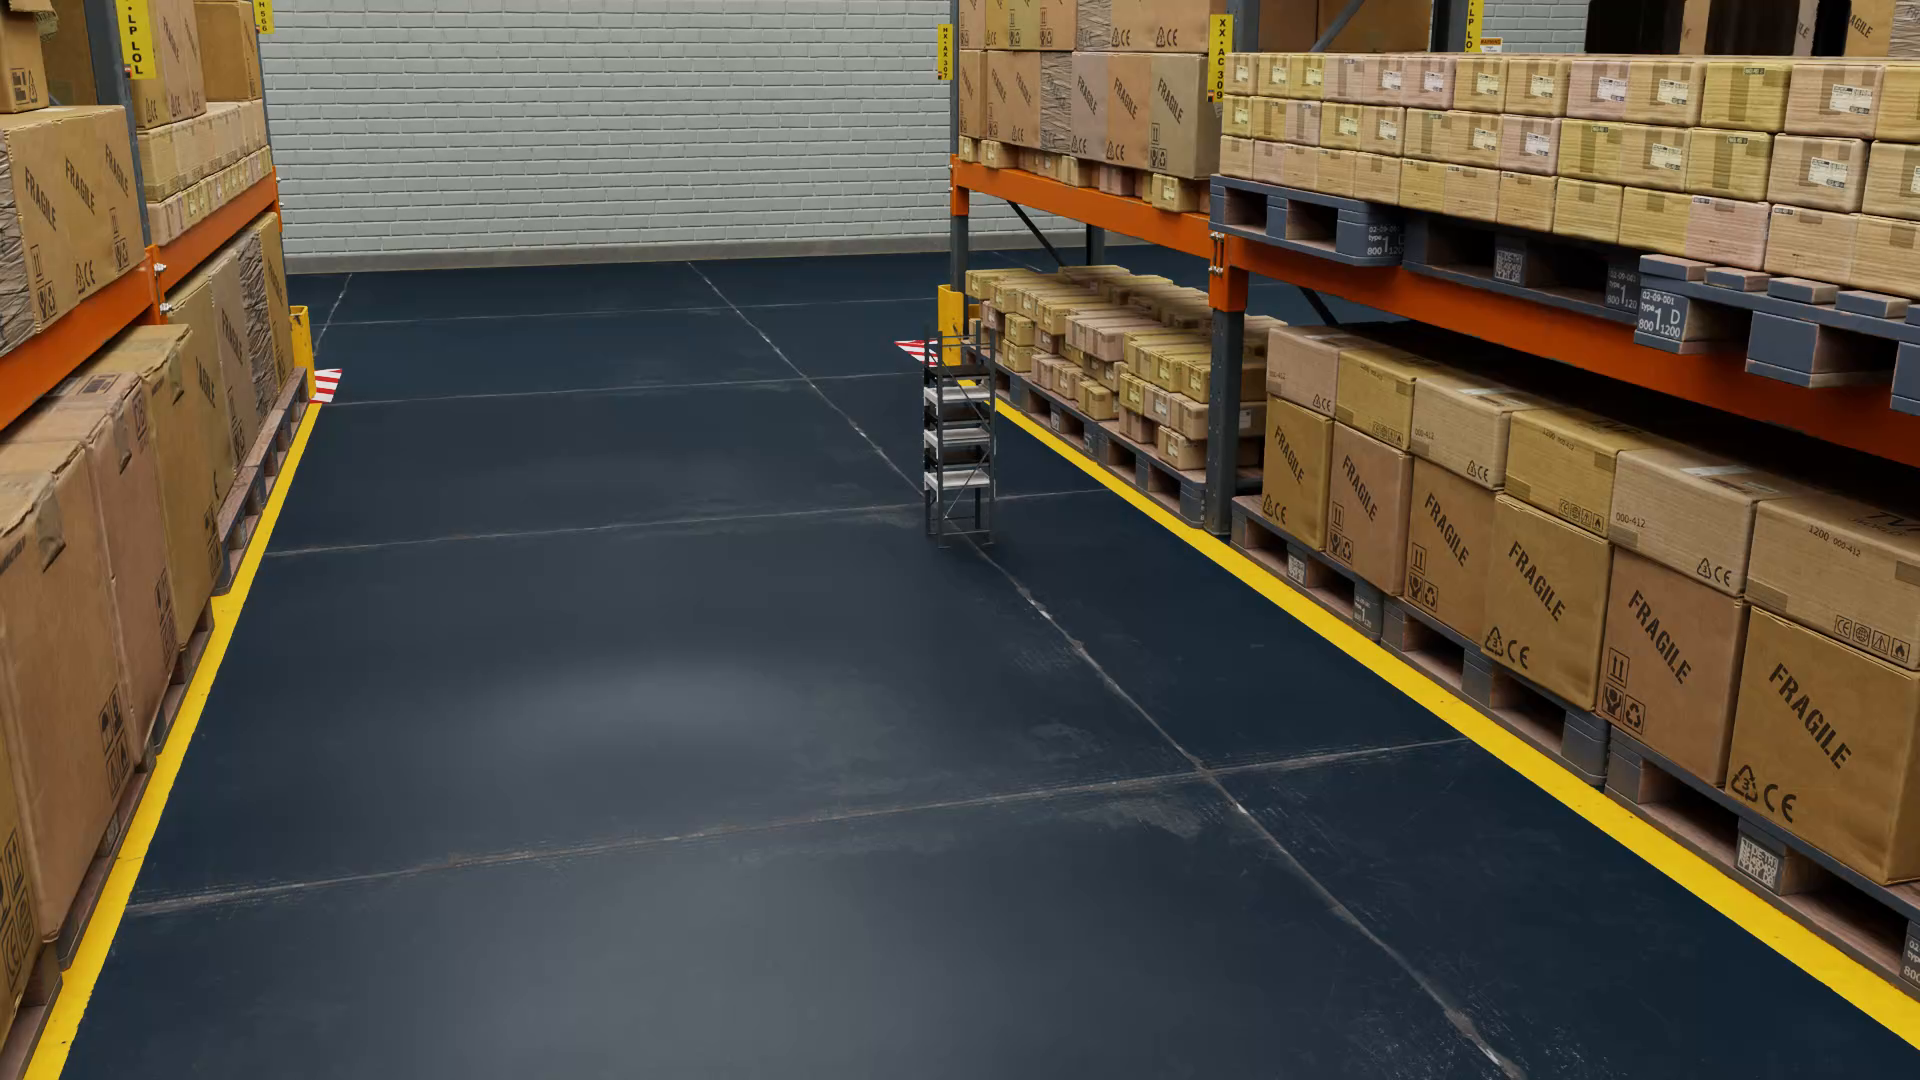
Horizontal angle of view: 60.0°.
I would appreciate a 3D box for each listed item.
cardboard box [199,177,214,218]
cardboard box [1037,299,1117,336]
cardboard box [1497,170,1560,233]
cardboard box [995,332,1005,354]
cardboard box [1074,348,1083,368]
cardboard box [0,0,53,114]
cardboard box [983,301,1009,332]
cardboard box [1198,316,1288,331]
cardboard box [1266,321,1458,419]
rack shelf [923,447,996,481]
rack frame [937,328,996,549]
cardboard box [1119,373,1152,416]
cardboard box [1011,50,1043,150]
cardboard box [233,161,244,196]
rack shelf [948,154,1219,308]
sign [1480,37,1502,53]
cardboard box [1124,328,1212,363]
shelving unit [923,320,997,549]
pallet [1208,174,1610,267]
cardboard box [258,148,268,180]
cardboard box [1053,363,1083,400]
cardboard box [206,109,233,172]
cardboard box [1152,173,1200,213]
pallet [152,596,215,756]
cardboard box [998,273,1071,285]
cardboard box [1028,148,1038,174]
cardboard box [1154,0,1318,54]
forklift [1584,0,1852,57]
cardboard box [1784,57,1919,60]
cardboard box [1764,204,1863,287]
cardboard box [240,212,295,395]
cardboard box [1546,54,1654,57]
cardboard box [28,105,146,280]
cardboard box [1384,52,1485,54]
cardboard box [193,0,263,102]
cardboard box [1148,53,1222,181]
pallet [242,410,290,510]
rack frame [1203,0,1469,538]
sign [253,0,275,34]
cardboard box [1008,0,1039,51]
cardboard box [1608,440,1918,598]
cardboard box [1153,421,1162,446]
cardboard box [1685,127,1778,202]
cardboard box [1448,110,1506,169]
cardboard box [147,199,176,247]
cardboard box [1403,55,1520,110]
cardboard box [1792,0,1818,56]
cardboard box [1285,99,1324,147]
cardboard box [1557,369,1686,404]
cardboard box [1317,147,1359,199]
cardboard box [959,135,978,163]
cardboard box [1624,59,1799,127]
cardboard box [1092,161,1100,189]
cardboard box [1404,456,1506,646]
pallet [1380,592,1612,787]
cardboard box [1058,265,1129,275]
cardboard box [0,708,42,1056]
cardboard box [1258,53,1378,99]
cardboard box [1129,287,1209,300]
[{"bbox_3d":[-3.314,-1.414,6.882,0.380,0.149,0.250,-5,17,-16],"label":"cardboard box"},{"bbox_3d":[0.632,-1.195,8.906,0.380,0.149,0.250,-4,17,-14],"label":"cardboard box"},{"bbox_3d":[1.708,-0.931,4.545,0.380,0.149,0.250,-4,17,-14],"label":"cardboard box"},{"bbox_3d":[0.421,-1.208,9.984,0.380,0.149,0.250,-5,17,-15],"label":"cardboard box"},{"bbox_3d":[0.814,-0.987,8.734,0.380,0.149,0.250,-4,17,-13],"label":"cardboard box"},{"bbox_3d":[-3.080,-1.490,4.780,0.797,0.503,0.637,-5,17,-17],"label":"cardboard box"},{"bbox_3d":[0.353,-1.341,9.910,0.380,0.149,0.250,-5,17,-16],"label":"cardboard box"},{"bbox_3d":[1.418,-1.028,8.352,0.380,0.149,0.250,-4,17,-14],"label":"cardboard box"},{"bbox_3d":[1.483,-0.639,6.178,0.500,0.250,0.500,-5,18,-18],"label":"cardboard box"},{"bbox_3d":[-0.002,-0.315,6.866,0.258,0.077,0.200,-5,17,-15],"label":"rack shelf"},{"bbox_3d":[0.026,-0.405,6.736,0.240,0.900,0.006,-5,17,-15],"label":"rack frame"},{"bbox_3d":[0.965,-0.688,7.738,0.380,0.149,0.250,-5,18,-17],"label":"cardboard box"},{"bbox_3d":[0.586,-2.370,8.937,0.500,0.500,0.500,-4,17,-15],"label":"cardboard box"},{"bbox_3d":[-3.594,-1.697,7.824,0.380,0.149,0.250,-5,17,-15],"label":"cardboard box"},{"bbox_3d":[0.984,-1.710,8.682,1.077,0.370,4.000,-5,17,-15],"label":"rack shelf"},{"bbox_3d":[5.544,-5.159,17.479,0.339,0.242,0.001,-5,17,-15],"label":"sign"},{"bbox_3d":[1.006,-0.914,7.972,0.380,0.149,0.250,-4,17,-13],"label":"cardboard box"},{"bbox_3d":[-0.002,-0.433,6.830,0.258,0.900,0.210,-5,17,-15],"label":"shelving unit"},{"bbox_3d":[1.604,-1.187,6.023,1.003,0.211,1.213,-5,17,-15],"label":"pallet"},{"bbox_3d":[-3.875,-1.979,8.764,0.380,0.149,0.250,-5,17,-15],"label":"cardboard box"},{"bbox_3d":[0.709,-0.847,8.783,0.380,0.149,0.250,-5,17,-15],"label":"cardboard box"},{"bbox_3d":[-3.548,-1.777,7.396,0.500,0.250,0.500,-5,17,-15],"label":"cardboard box"},{"bbox_3d":[1.055,-1.504,7.183,0.380,0.149,0.250,-5,17,-17],"label":"cardboard box"},{"bbox_3d":[-2.979,0.406,5.235,1.003,0.211,1.213,-5,17,-15],"label":"pallet"},{"bbox_3d":[0.443,-1.490,9.891,0.380,0.149,0.250,-4,17,-14],"label":"cardboard box"},{"bbox_3d":[0.594,-2.089,9.128,0.380,0.149,0.250,-5,17,-16],"label":"cardboard box"},{"bbox_3d":[1.145,-2.279,6.898,0.500,0.500,0.500,-5,18,-17],"label":"cardboard box"},{"bbox_3d":[3.269,-1.425,6.600,1.130,2.935,3.031,-9,19,-26],"label":"forklift"},{"bbox_3d":[2.404,-1.194,4.387,0.380,0.149,0.250,-4,17,-13],"label":"cardboard box"},{"bbox_3d":[1.989,-0.645,3.592,0.380,0.149,0.250,-5,17,-15],"label":"cardboard box"},{"bbox_3d":[-4.110,-1.257,8.885,0.875,0.875,0.875,-5,17,-15],"label":"cardboard box"},{"bbox_3d":[2.112,-1.485,5.354,0.380,0.149,0.250,-5,18,-17],"label":"cardboard box"},{"bbox_3d":[-2.872,-1.078,5.152,0.500,0.500,0.500,-5,17,-15],"label":"cardboard box"},{"bbox_3d":[1.832,-1.772,6.309,0.380,0.149,0.250,-4,17,-13],"label":"cardboard box"},{"bbox_3d":[-3.976,-2.560,8.700,0.500,0.500,0.500,-4,17,-15],"label":"cardboard box"},{"bbox_3d":[1.129,-1.803,7.051,0.500,0.500,0.500,-5,17,-15],"label":"cardboard box"},{"bbox_3d":[-3.736,-0.357,7.772,1.003,0.211,1.213,-5,17,-15],"label":"pallet"},{"bbox_3d":[1.534,-1.502,6.737,1.000,3.000,0.127,-5,17,-15],"label":"rack frame"},{"bbox_3d":[-3.837,-2.951,9.137,0.100,0.325,0.005,-5,17,-15],"label":"sign"},{"bbox_3d":[0.569,-2.847,8.788,0.500,0.500,0.500,-5,17,-16],"label":"cardboard box"},{"bbox_3d":[2.044,-0.066,4.268,0.500,0.250,0.500,-4,17,-14],"label":"cardboard box"},{"bbox_3d":[1.107,-0.497,7.620,0.380,0.149,0.250,-4,17,-14],"label":"cardboard box"},{"bbox_3d":[1.910,-0.865,3.809,0.380,0.149,0.250,-4,17,-14],"label":"cardboard box"},{"bbox_3d":[1.632,-1.147,4.747,0.380,0.149,0.250,-5,17,-16],"label":"cardboard box"},{"bbox_3d":[-3.025,-1.125,5.921,0.380,0.149,0.250,-5,17,-15],"label":"cardboard box"},{"bbox_3d":[1.556,-1.364,4.953,0.380,0.149,0.250,-4,17,-13],"label":"cardboard box"},{"bbox_3d":[5.322,-3.115,10.195,0.500,0.500,0.500,-5,17,-16],"label":"cardboard box"},{"bbox_3d":[1.344,-1.437,5.711,0.380,0.149,0.250,-4,17,-14],"label":"cardboard box"},{"bbox_3d":[2.269,-0.390,5.349,0.500,0.250,0.500,-6,18,-18],"label":"cardboard box"},{"bbox_3d":[1.414,-1.222,5.513,0.380,0.149,0.250,-5,17,-15],"label":"cardboard box"},{"bbox_3d":[0.208,-2.372,10.072,0.380,0.149,0.250,-5,17,-16],"label":"cardboard box"},{"bbox_3d":[1.842,-1.076,3.992,0.380,0.149,0.250,-4,17,-14],"label":"cardboard box"},{"bbox_3d":[0.869,-1.804,8.180,0.380,0.149,0.250,-5,17,-16],"label":"cardboard box"},{"bbox_3d":[1.786,0.010,5.320,0.500,0.500,0.500,-4,17,-14],"label":"cardboard box"},{"bbox_3d":[2.088,0.387,5.296,1.003,0.211,1.213,-5,17,-15],"label":"pallet"},{"bbox_3d":[0.824,-1.602,10.264,0.380,0.149,0.250,-4,17,-15],"label":"cardboard box"},{"bbox_3d":[-2.333,0.593,2.728,1.225,0.875,0.875,-6,18,-18],"label":"cardboard box"},{"bbox_3d":[1.282,-1.645,5.888,0.380,0.149,0.250,-4,17,-14],"label":"cardboard box"},{"bbox_3d":[1.168,-1.320,9.324,0.380,0.149,0.250,-4,17,-13],"label":"cardboard box"}]
